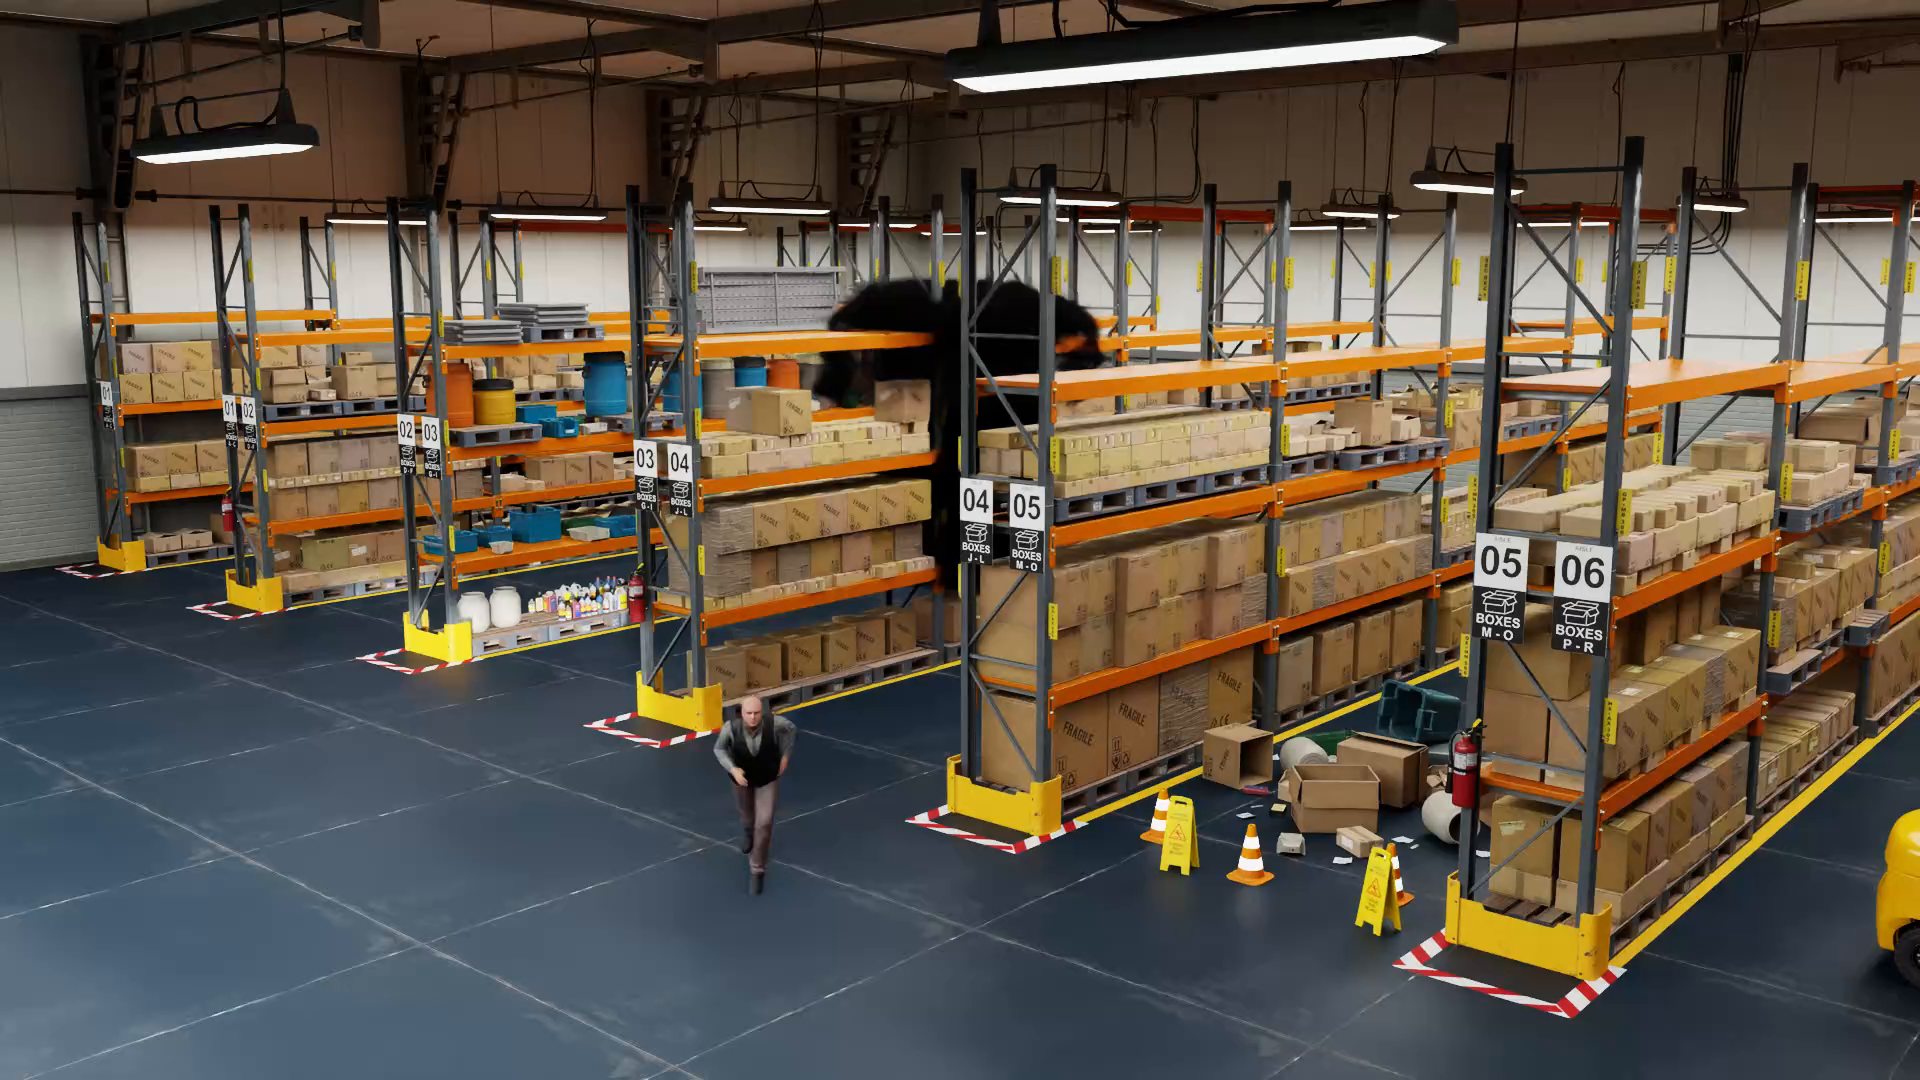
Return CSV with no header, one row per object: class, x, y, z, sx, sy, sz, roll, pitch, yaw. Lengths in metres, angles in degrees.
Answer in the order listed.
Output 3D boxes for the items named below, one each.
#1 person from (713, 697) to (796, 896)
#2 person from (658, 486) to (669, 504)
person,-1.737,2.056,14.096,0.695,1.681,1.007,-2,10,-11
person,-6.104,-1.358,34.576,0.525,1.611,0.820,8,12,39
